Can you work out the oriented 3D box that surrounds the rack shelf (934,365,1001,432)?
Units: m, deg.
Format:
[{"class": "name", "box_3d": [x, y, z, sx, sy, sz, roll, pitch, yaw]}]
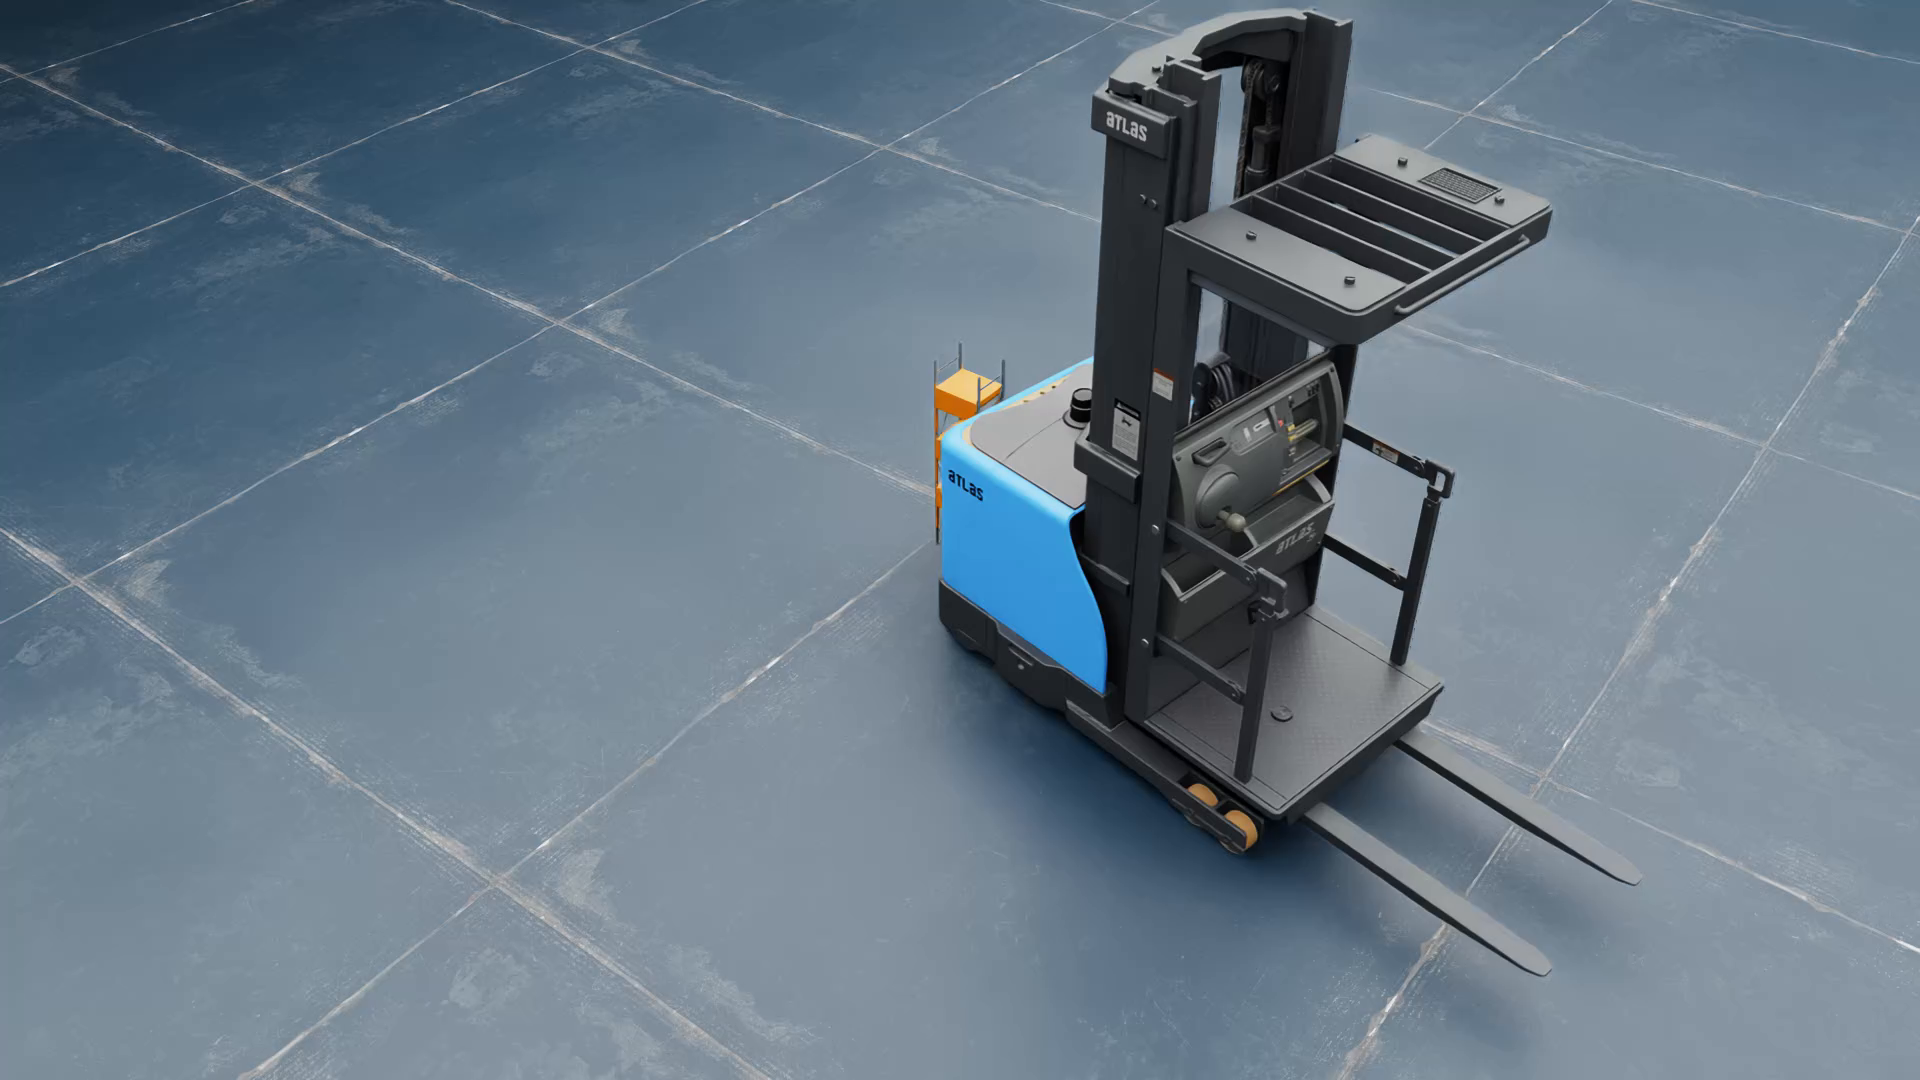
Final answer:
[{"class": "rack shelf", "box_3d": [0.042, -0.608, 7.593, 0.240, 0.259, 0.215, 25, 45, 29]}]

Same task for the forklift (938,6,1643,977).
[{"class": "forklift", "box_3d": [1.266, -0.283, 6.095, 1.130, 2.935, 3.031, -29, 47, -32]}]

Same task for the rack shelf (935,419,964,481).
[{"class": "rack shelf", "box_3d": [0.042, -0.385, 7.768, 0.240, 0.259, 0.215, 25, 45, 29]}]

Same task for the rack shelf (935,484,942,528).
[{"class": "rack shelf", "box_3d": [0.042, -0.166, 7.939, 0.240, 0.259, 0.215, 25, 45, 29]}]

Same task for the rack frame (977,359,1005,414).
[{"class": "rack frame", "box_3d": [0.139, -0.348, 7.703, 0.008, 1.050, 0.200, 25, 45, 29]}]

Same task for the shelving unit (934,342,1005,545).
[{"class": "shelving unit", "box_3d": [0.042, -0.393, 7.762, 0.252, 1.050, 0.215, 25, 45, 29]}]

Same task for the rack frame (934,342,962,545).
[{"class": "rack frame", "box_3d": [-0.054, -0.439, 7.820, 0.008, 1.050, 0.200, 25, 45, 29]}]
